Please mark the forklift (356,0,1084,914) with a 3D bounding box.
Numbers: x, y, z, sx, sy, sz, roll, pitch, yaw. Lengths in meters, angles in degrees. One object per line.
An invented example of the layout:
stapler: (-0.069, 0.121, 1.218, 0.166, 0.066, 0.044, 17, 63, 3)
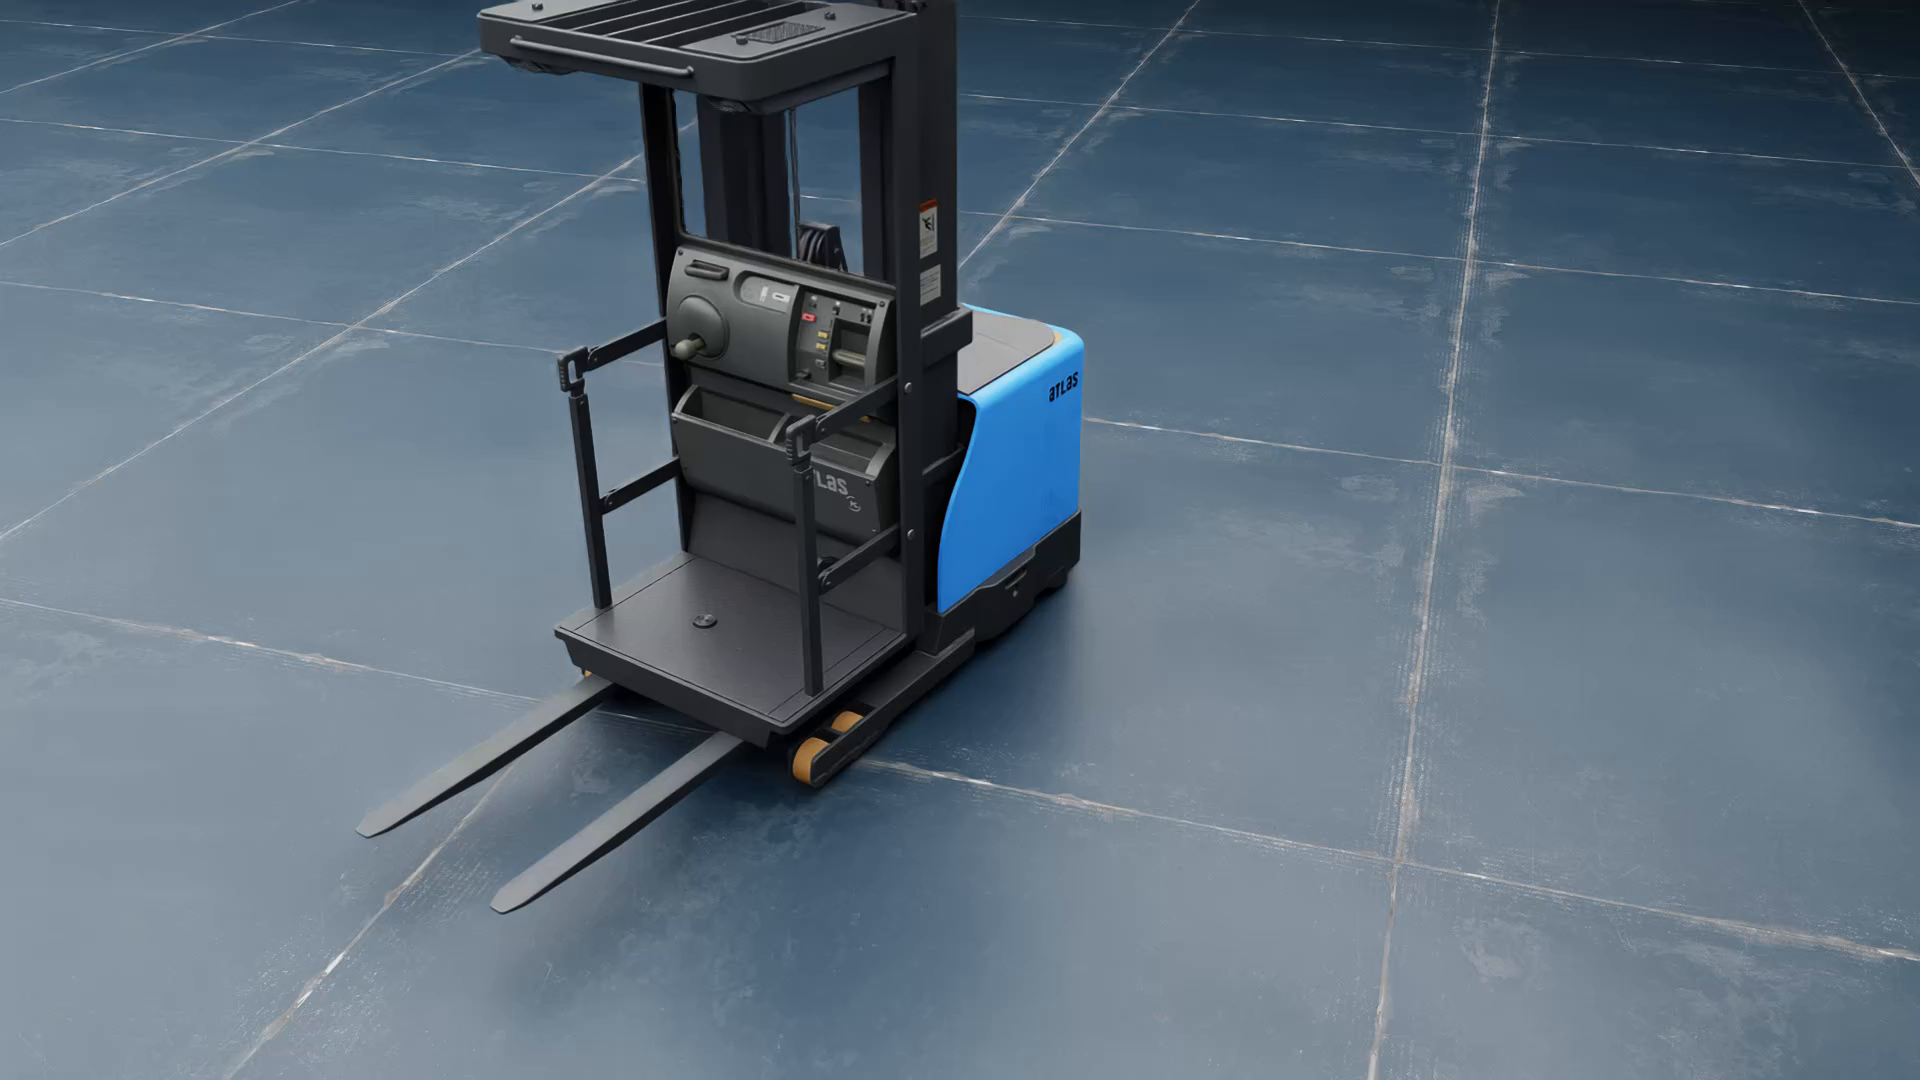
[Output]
forklift: (-0.747, -0.697, 5.488, 1.130, 2.935, 3.031, 18, 34, 30)
